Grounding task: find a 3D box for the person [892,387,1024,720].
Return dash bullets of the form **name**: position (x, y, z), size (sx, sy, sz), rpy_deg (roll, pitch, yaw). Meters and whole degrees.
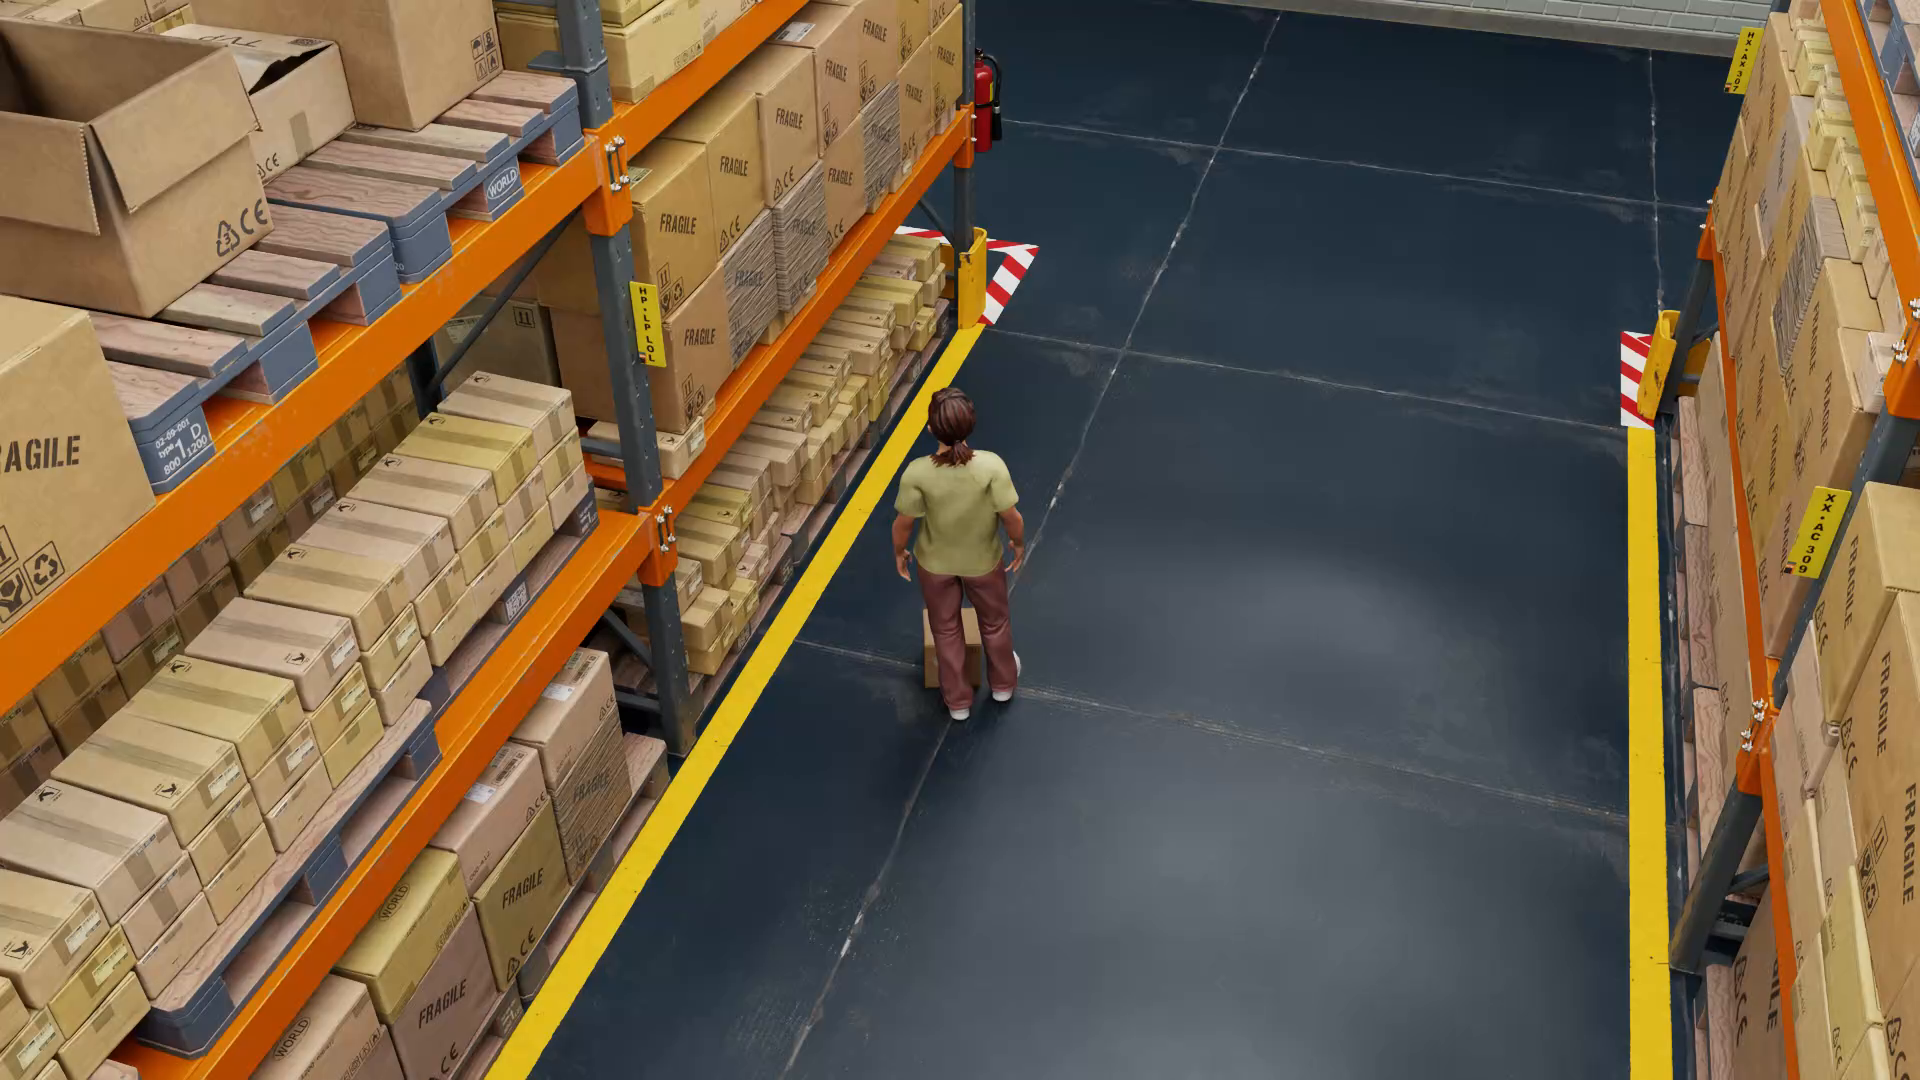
- **person**: position (0.002, 0.037, 6.827), size (0.554, 1.673, 0.547), rpy_deg (-1, 37, -1)
